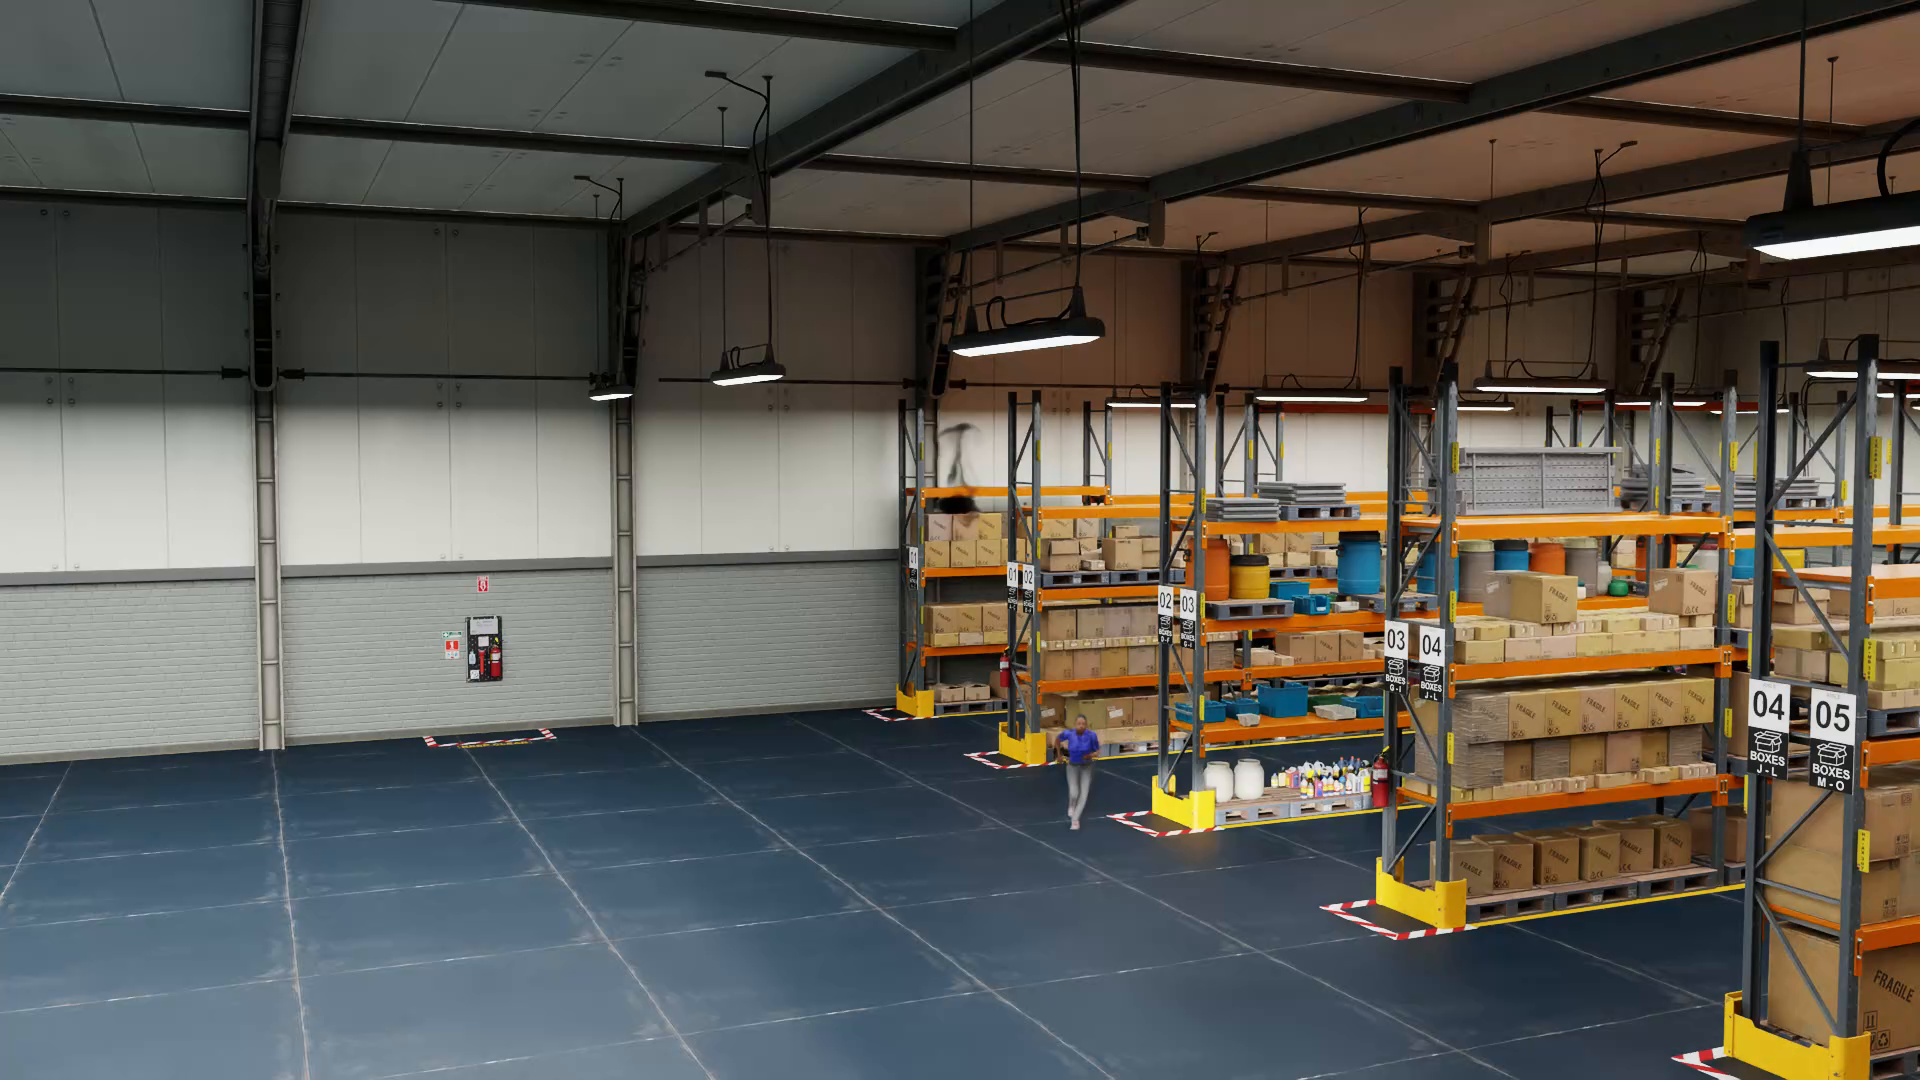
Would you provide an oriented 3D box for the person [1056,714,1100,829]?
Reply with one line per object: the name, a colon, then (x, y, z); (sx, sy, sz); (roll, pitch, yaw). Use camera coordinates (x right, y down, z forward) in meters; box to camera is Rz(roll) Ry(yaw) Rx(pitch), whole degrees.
person: (1.572, 3.084, 22.107); (0.562, 1.578, 0.705); (0, 3, -3)
